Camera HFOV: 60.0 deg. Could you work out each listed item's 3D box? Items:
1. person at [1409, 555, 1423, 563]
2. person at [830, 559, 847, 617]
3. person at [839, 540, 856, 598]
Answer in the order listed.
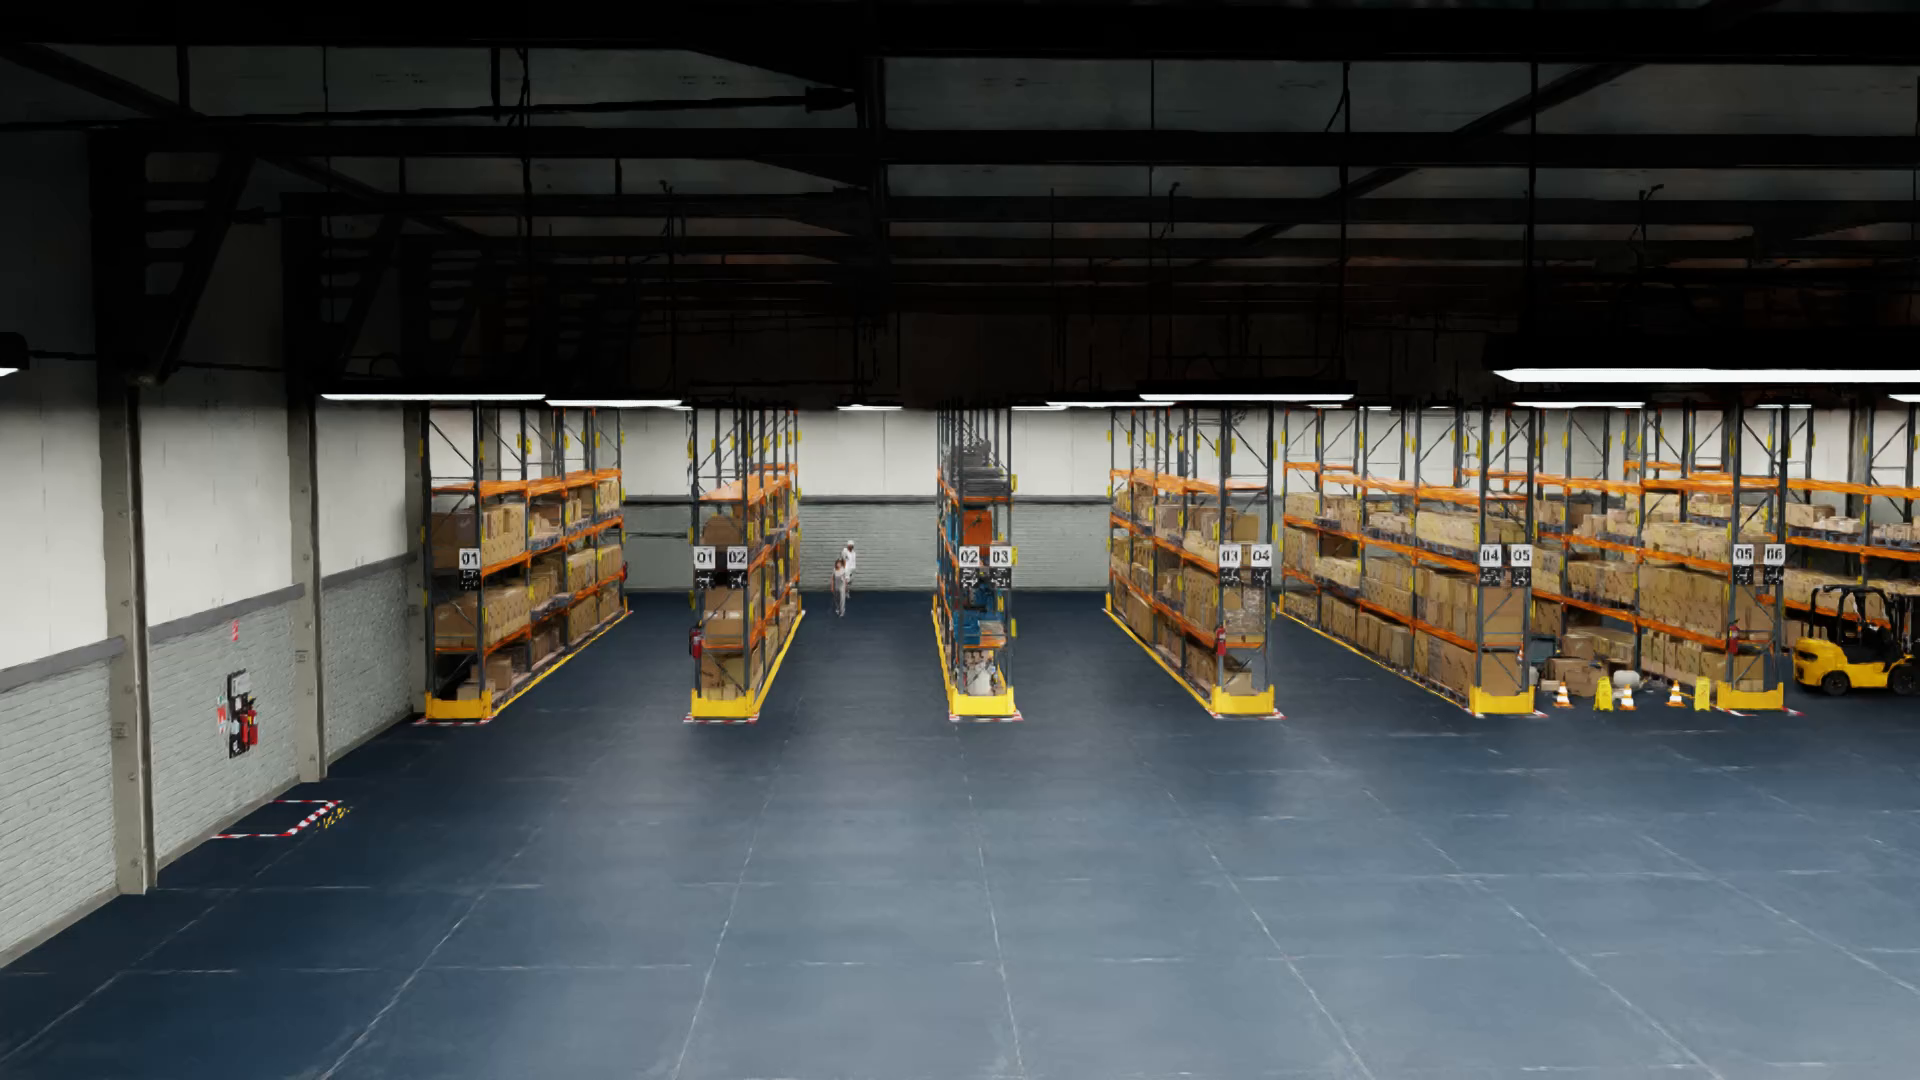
[{"bbox_3d":[13.415,1.069,48.890,0.553,1.781,0.646,-3,5,-31],"label":"person"},{"bbox_3d":[-3.402,1.321,46.505,0.446,1.590,1.110,0,4,0],"label":"person"},{"bbox_3d":[-3.484,0.889,50.969,0.467,1.774,0.715,3,5,33],"label":"person"}]
